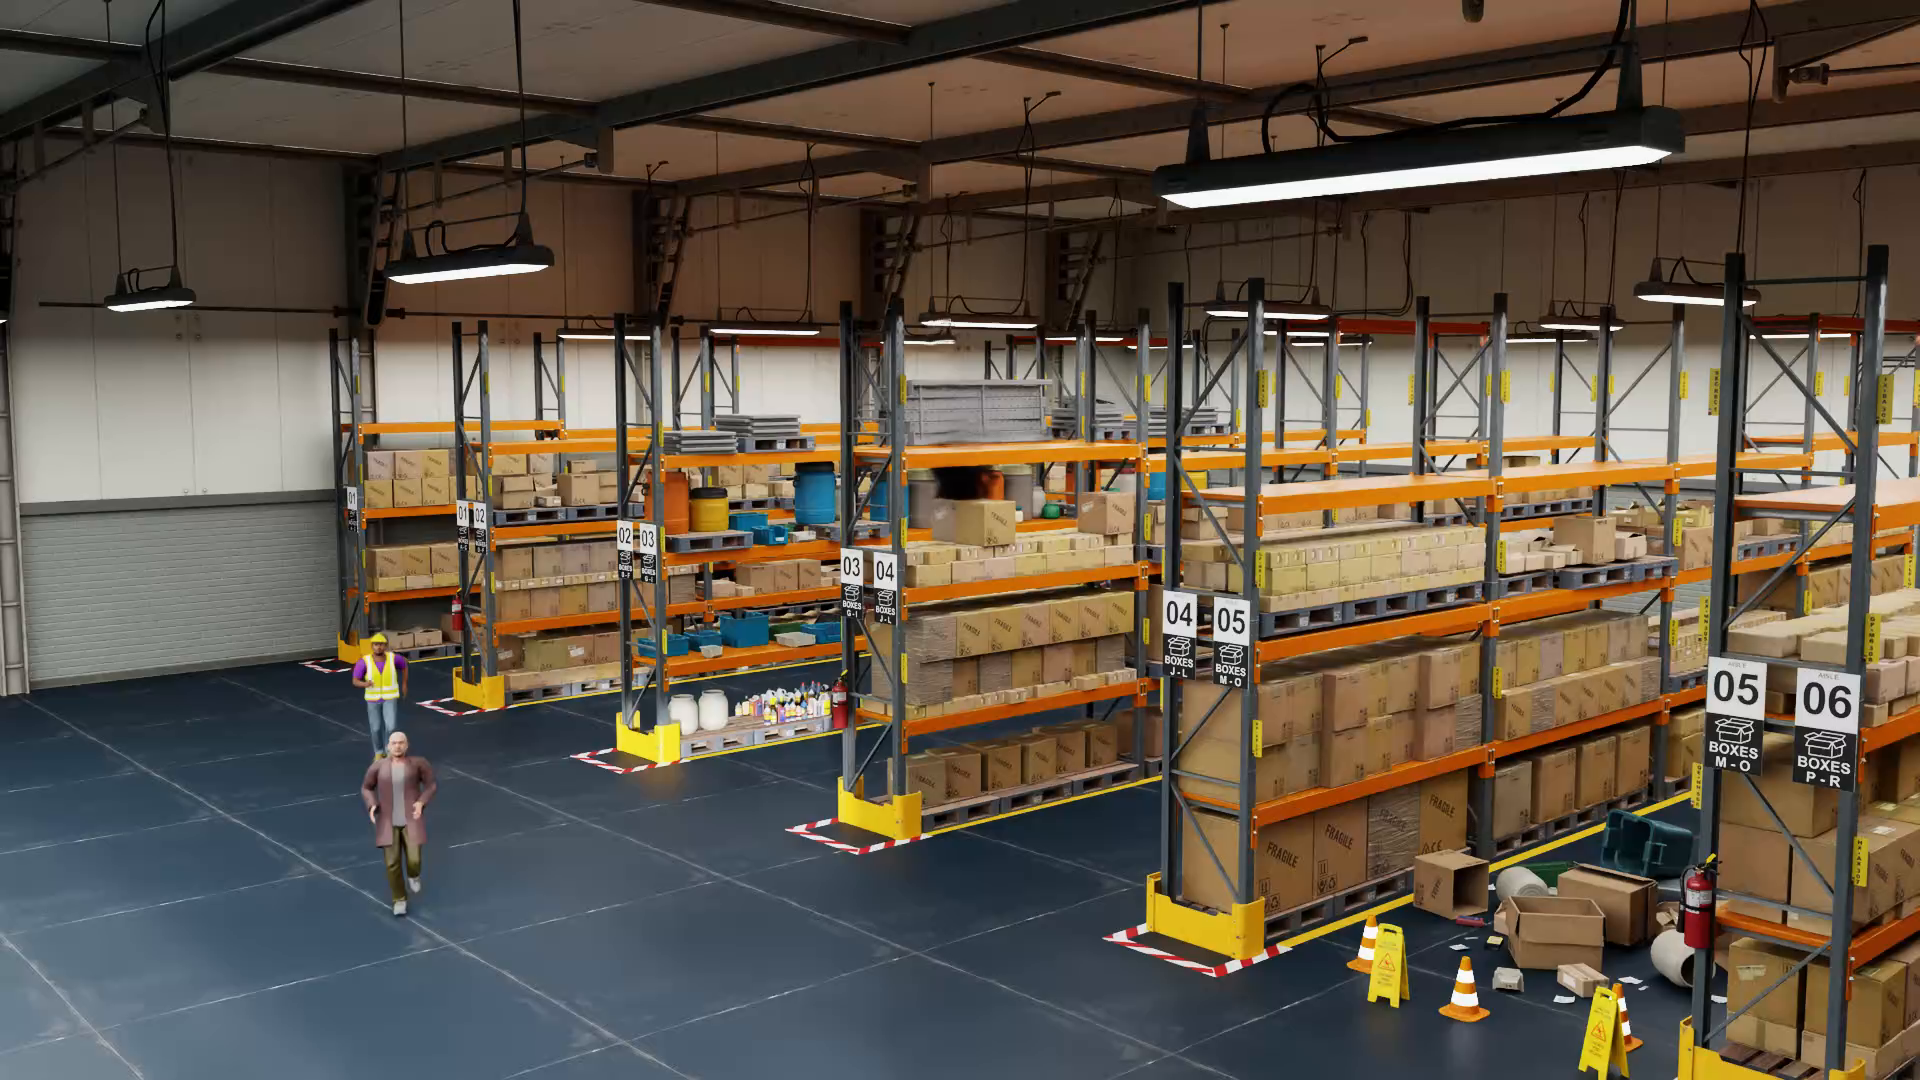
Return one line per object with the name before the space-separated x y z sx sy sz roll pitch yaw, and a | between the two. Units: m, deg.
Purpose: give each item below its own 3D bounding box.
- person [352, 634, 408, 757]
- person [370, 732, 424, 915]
person | -7.616 2.051 21.855 0.693 1.656 0.742 -2 6 -17
person | -5.435 2.712 16.125 0.672 1.727 0.708 -2 6 -15
